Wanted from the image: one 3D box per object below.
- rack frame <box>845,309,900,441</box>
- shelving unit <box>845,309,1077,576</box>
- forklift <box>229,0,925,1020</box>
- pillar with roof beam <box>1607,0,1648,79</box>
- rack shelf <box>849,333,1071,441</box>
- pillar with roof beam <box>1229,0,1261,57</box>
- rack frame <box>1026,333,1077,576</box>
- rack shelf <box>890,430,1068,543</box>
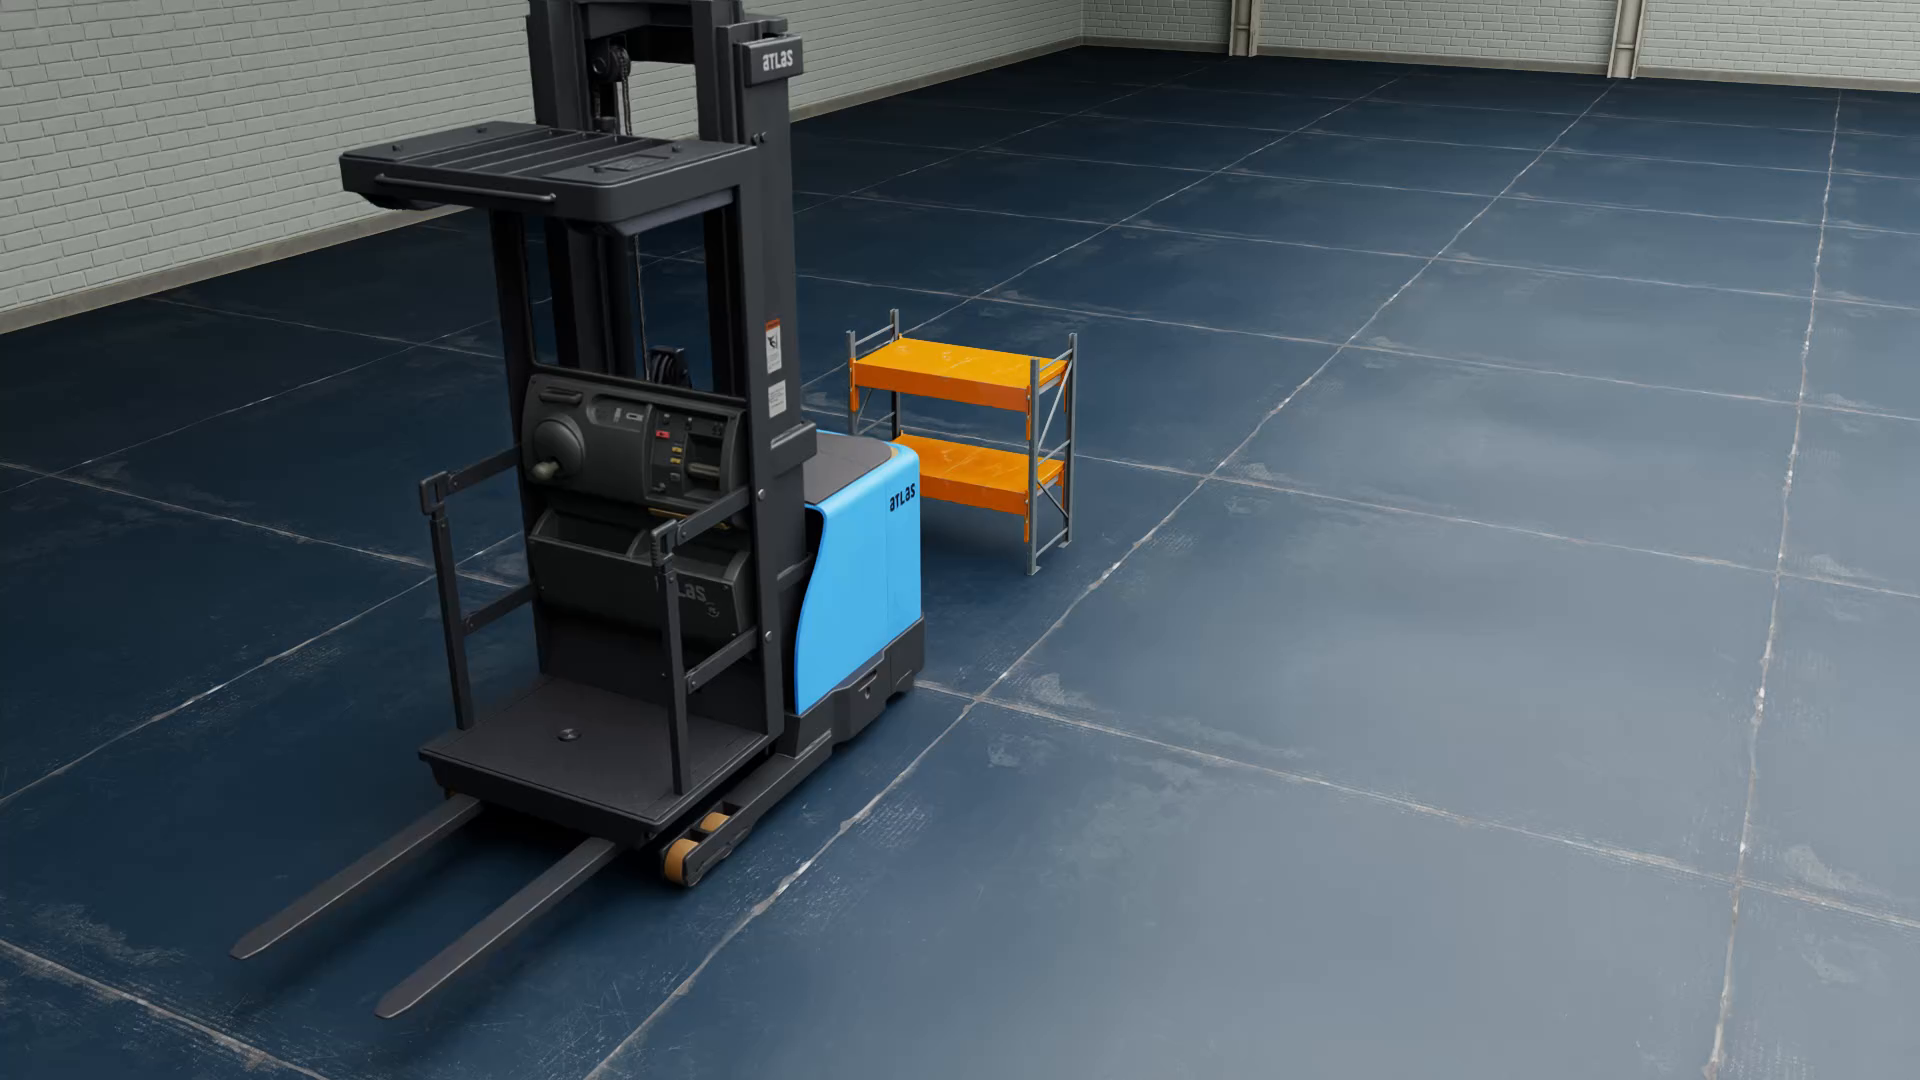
[{"bbox_3d":[-0.448,-0.606,8.738,0.032,1.125,0.500,11,25,25],"label":"rack frame"},{"bbox_3d":[0.006,-0.516,8.527,1.048,1.125,0.538,11,25,25],"label":"shelving unit"},{"bbox_3d":[-1.279,-0.324,5.767,1.130,2.935,3.031,11,26,25],"label":"forklift"},{"bbox_3d":[8.147,-9.700,20.060,0.400,9.000,9.100,11,25,25],"label":"pillar with roof beam"},{"bbox_3d":[0.006,-0.786,8.413,1.000,0.278,0.538,11,25,25],"label":"rack shelf"},{"bbox_3d":[2.792,-10.759,22.551,0.400,9.000,9.100,11,25,25],"label":"pillar with roof beam"},{"bbox_3d":[0.460,-0.427,8.316,0.032,1.125,0.500,11,25,25],"label":"rack frame"},{"bbox_3d":[0.006,-0.291,8.623,1.000,0.278,0.538,11,25,25],"label":"rack shelf"}]
